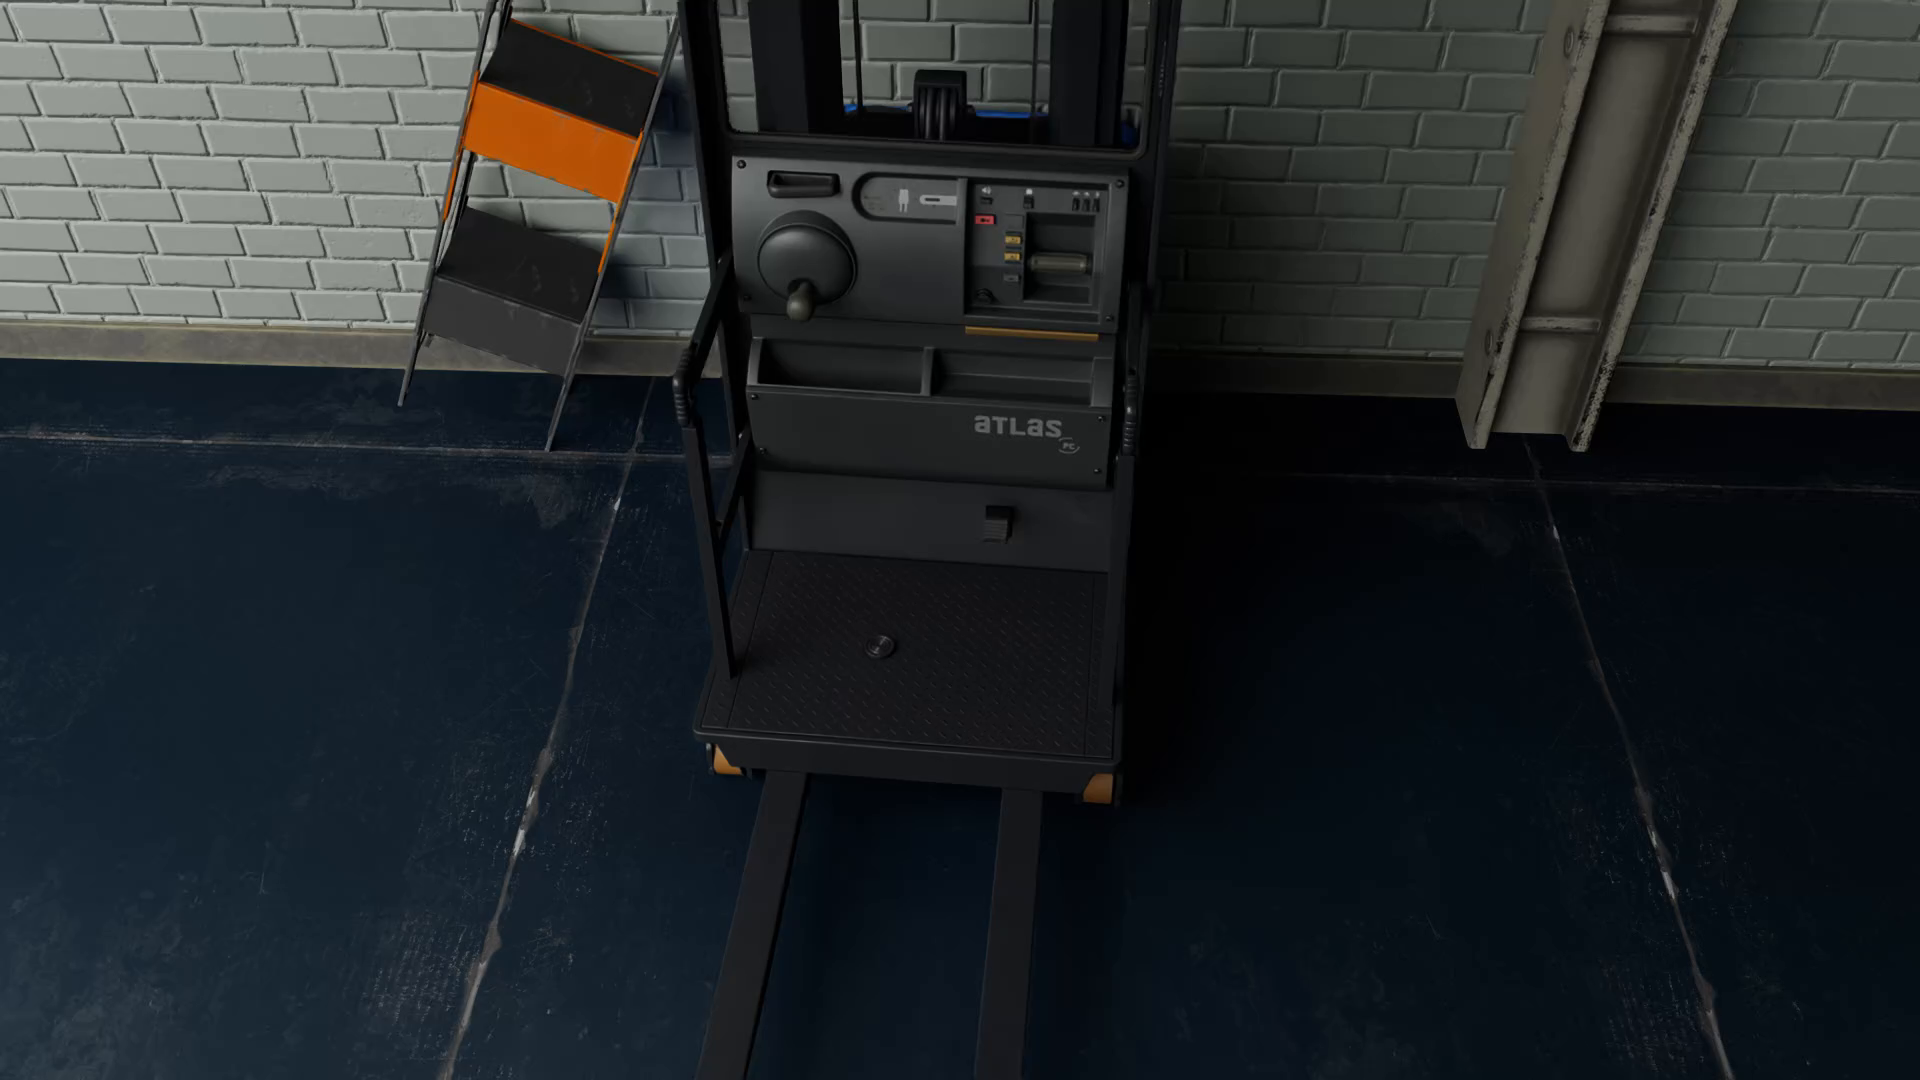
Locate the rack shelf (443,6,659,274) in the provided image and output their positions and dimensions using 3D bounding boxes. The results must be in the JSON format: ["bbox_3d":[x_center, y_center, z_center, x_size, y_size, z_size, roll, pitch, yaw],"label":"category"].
[{"bbox_3d":[-1.210,-1.194,4.980,0.480,0.518,0.431,18,41,-14],"label":"rack shelf"}]

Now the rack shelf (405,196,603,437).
[{"bbox_3d":[-1.474,-0.726,5.429,0.480,0.518,0.431,18,41,-14],"label":"rack shelf"}]

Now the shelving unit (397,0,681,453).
[{"bbox_3d":[-1.205,-1.203,4.971,0.503,2.100,0.431,18,41,-14],"label":"shelving unit"}]

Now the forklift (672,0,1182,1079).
[{"bbox_3d":[-0.094,-0.611,3.755,1.130,2.935,3.031,4,43,4],"label":"forklift"}]

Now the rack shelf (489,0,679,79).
[{"bbox_3d":[-0.946,-1.661,4.531,0.480,0.518,0.431,18,41,-14],"label":"rack shelf"}]

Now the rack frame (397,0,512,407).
[{"bbox_3d":[-1.431,-1.275,4.914,0.015,2.100,0.400,18,41,-14],"label":"rack frame"}]

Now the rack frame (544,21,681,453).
[{"bbox_3d":[-0.979,-1.130,5.028,0.015,2.100,0.400,18,41,-14],"label":"rack frame"}]
